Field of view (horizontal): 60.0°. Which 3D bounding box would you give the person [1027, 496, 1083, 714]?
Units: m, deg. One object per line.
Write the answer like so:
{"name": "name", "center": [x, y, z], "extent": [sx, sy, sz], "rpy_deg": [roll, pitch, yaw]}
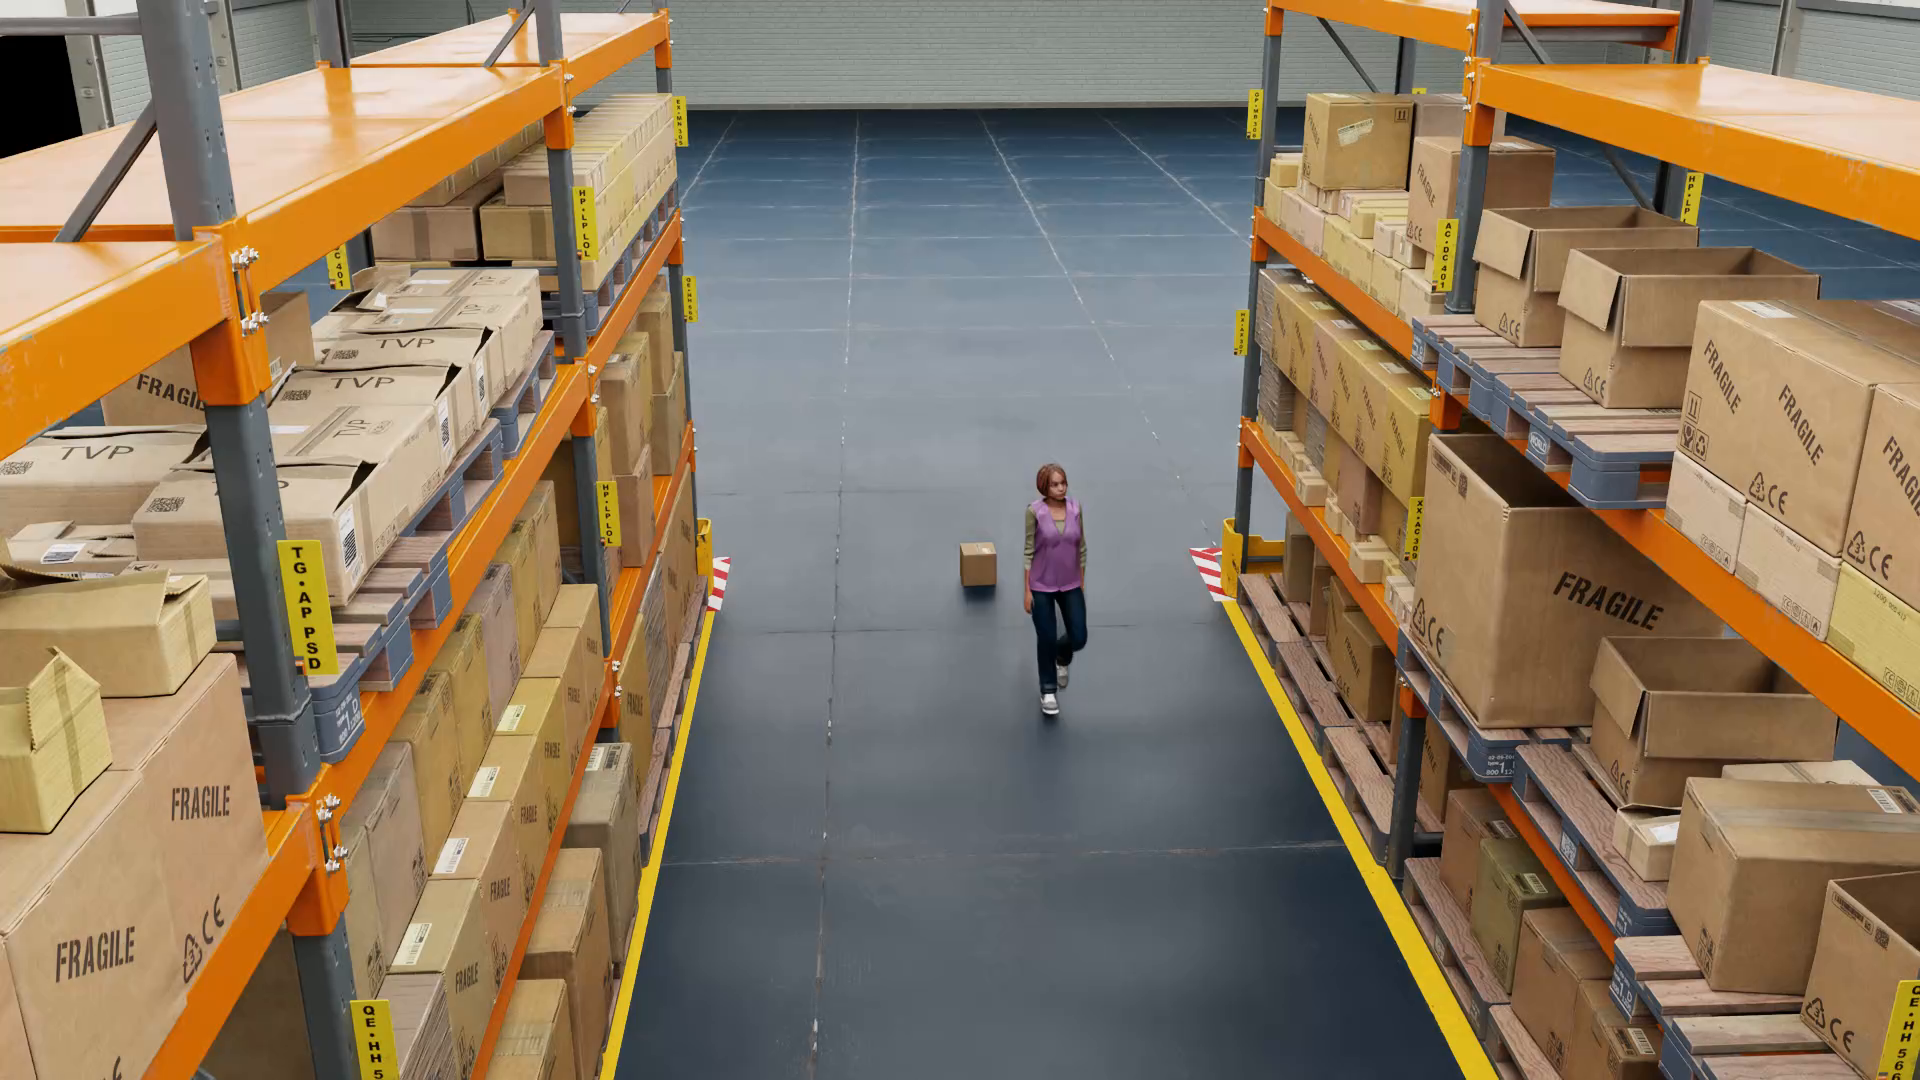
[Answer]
{"name": "person", "center": [0.575, 0.387, 10.328], "extent": [0.349, 1.356, 0.460], "rpy_deg": [-4, 21, -12]}
